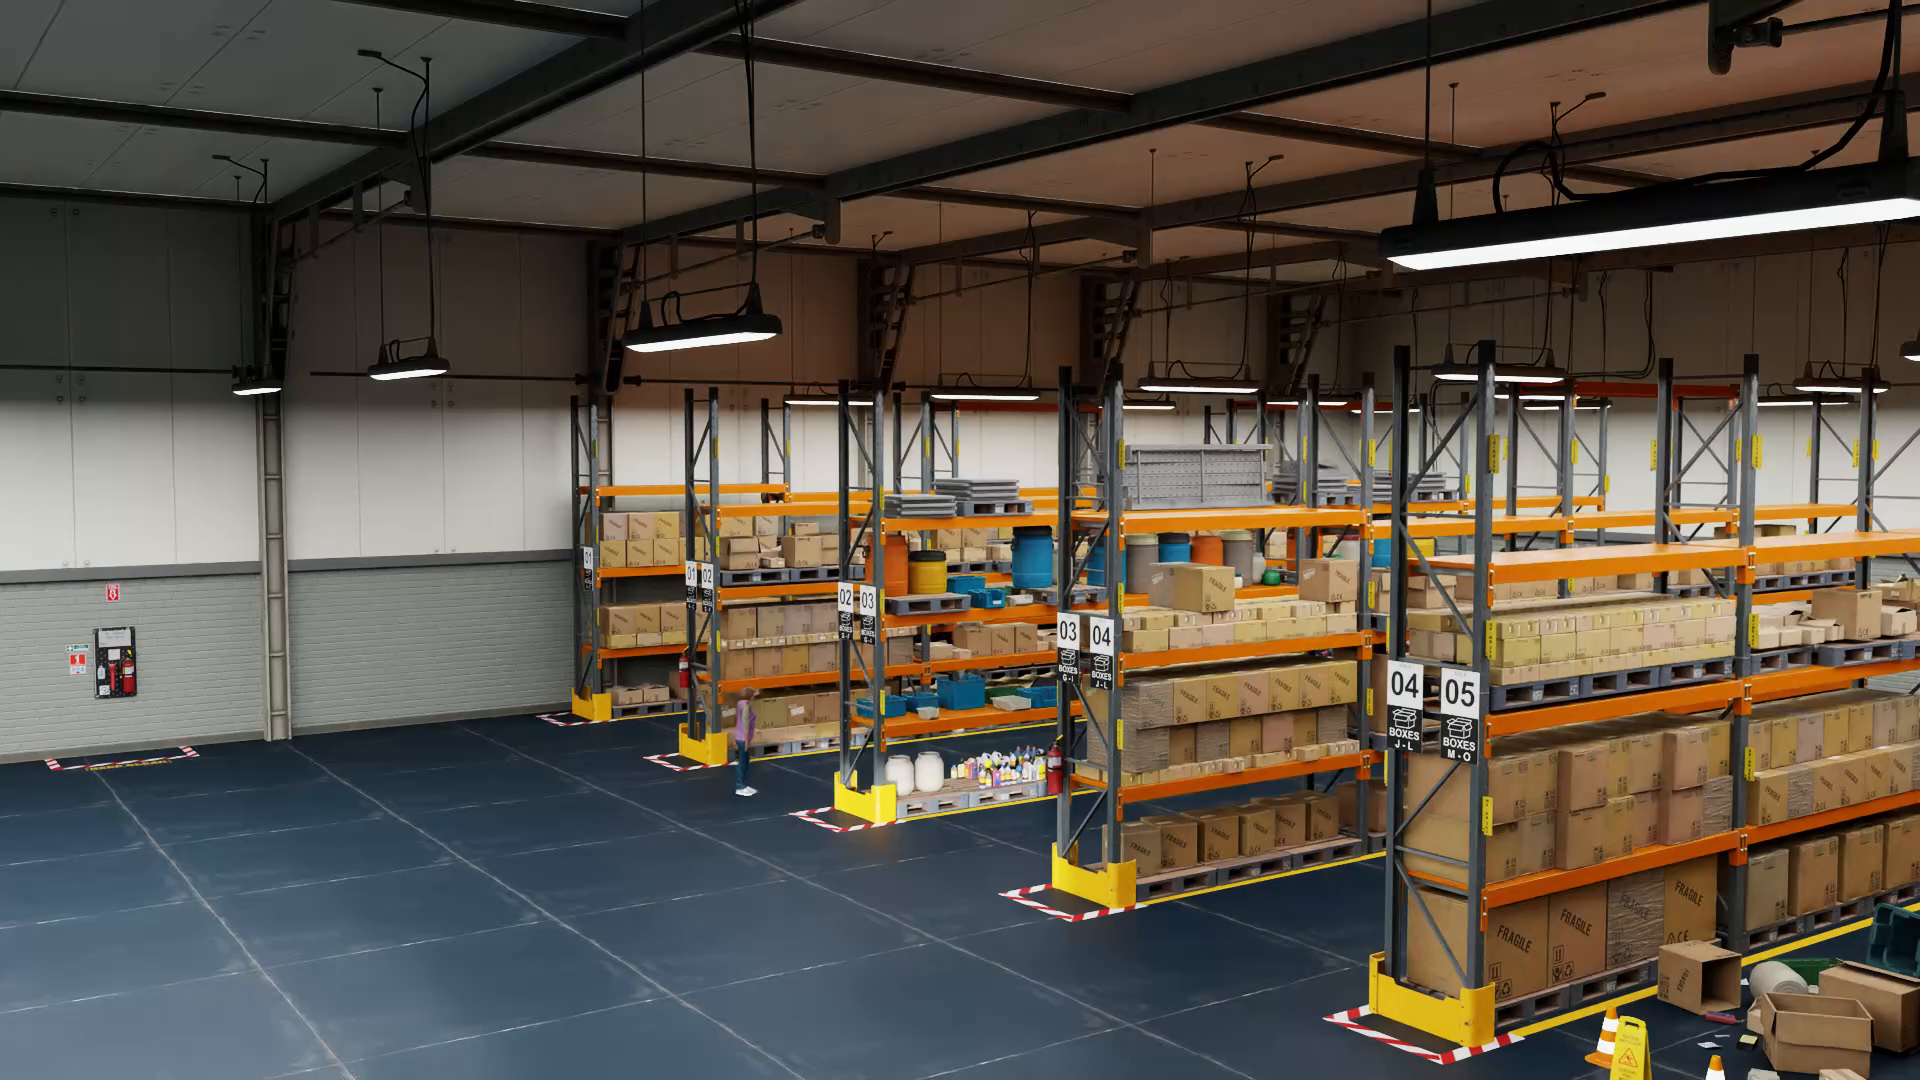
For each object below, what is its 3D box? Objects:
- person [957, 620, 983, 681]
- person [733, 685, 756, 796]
[{"bbox_3d":[0.187,1.997,33.574,0.557,1.765,0.692,0,3,-4],"label":"person"},{"bbox_3d":[-3.131,2.917,24.162,0.331,1.597,0.431,-1,4,-13],"label":"person"}]
